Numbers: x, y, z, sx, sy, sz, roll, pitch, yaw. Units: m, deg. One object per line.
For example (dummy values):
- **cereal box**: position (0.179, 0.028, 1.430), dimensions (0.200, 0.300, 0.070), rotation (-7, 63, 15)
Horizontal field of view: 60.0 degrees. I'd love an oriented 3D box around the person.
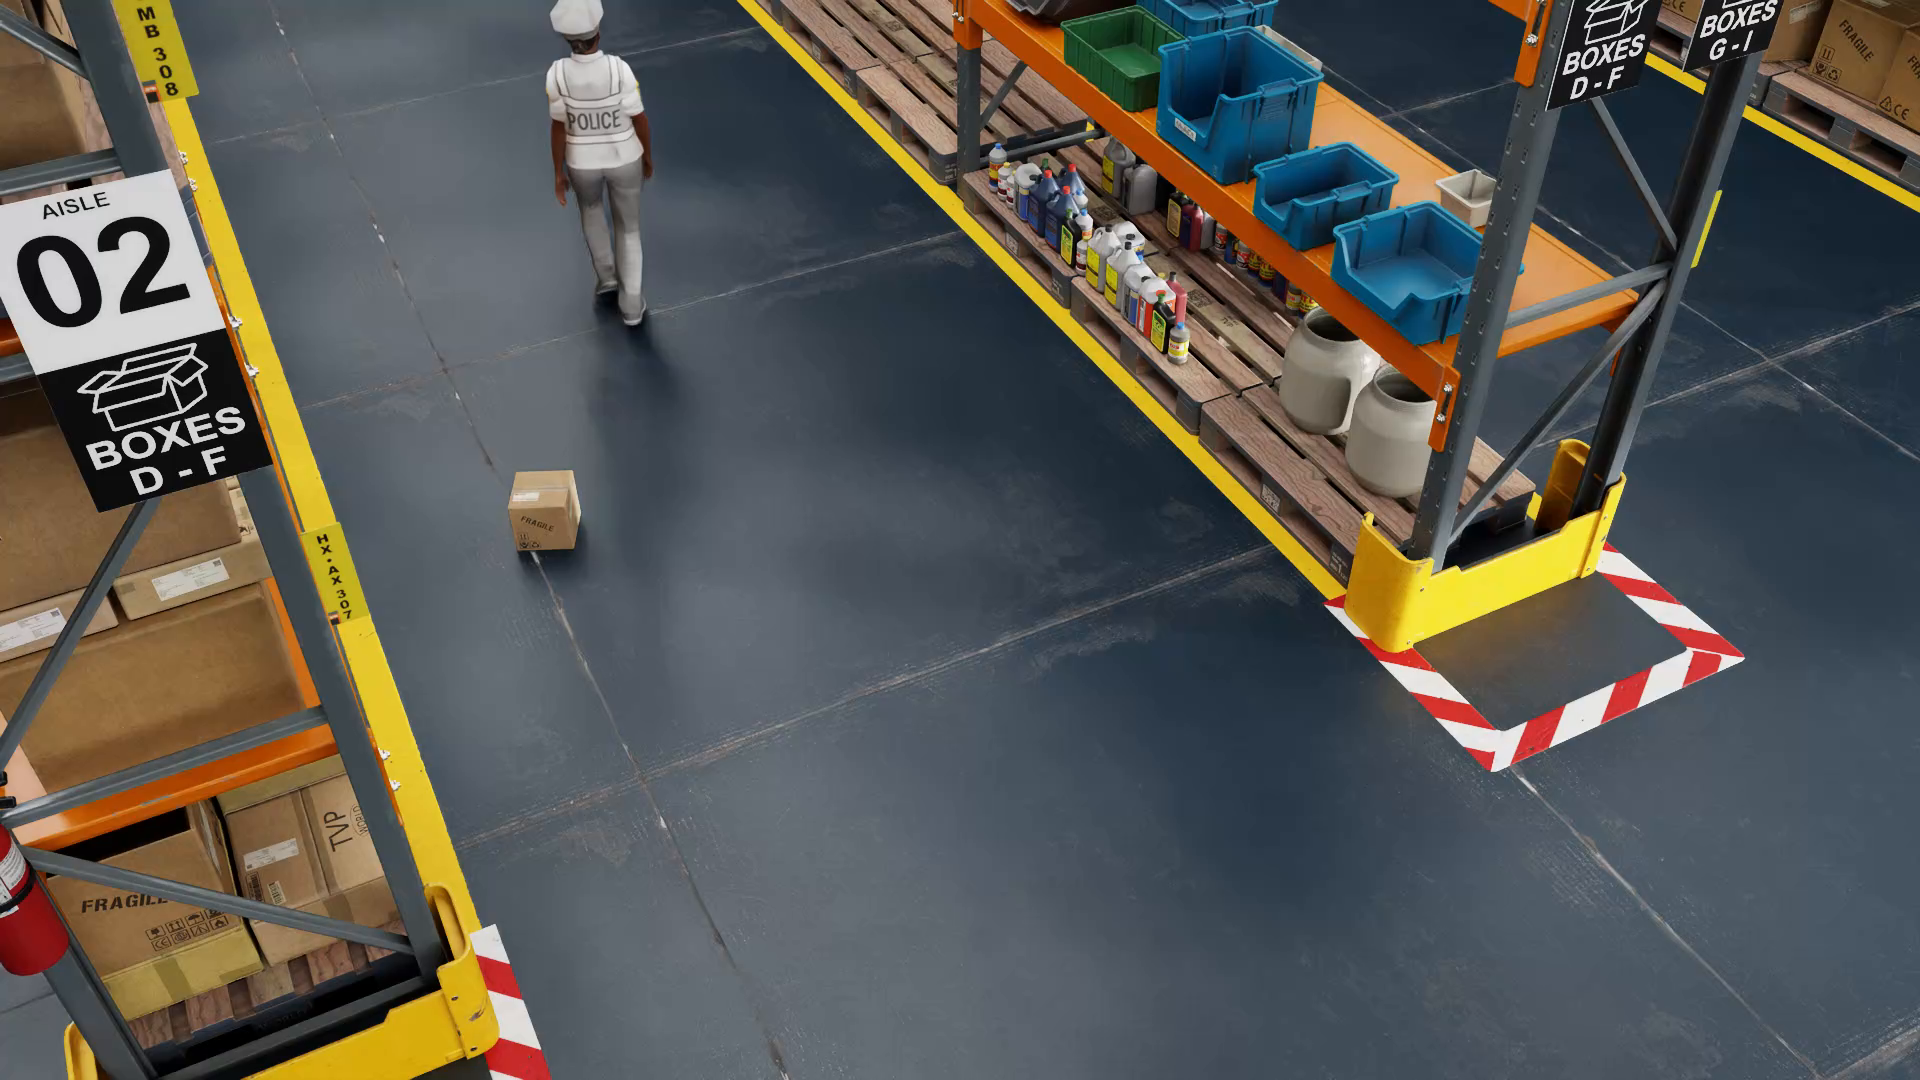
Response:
- **person**: position (-1.762, -1.853, 8.253), dimensions (0.485, 1.755, 0.518), rotation (-3, 42, -3)
